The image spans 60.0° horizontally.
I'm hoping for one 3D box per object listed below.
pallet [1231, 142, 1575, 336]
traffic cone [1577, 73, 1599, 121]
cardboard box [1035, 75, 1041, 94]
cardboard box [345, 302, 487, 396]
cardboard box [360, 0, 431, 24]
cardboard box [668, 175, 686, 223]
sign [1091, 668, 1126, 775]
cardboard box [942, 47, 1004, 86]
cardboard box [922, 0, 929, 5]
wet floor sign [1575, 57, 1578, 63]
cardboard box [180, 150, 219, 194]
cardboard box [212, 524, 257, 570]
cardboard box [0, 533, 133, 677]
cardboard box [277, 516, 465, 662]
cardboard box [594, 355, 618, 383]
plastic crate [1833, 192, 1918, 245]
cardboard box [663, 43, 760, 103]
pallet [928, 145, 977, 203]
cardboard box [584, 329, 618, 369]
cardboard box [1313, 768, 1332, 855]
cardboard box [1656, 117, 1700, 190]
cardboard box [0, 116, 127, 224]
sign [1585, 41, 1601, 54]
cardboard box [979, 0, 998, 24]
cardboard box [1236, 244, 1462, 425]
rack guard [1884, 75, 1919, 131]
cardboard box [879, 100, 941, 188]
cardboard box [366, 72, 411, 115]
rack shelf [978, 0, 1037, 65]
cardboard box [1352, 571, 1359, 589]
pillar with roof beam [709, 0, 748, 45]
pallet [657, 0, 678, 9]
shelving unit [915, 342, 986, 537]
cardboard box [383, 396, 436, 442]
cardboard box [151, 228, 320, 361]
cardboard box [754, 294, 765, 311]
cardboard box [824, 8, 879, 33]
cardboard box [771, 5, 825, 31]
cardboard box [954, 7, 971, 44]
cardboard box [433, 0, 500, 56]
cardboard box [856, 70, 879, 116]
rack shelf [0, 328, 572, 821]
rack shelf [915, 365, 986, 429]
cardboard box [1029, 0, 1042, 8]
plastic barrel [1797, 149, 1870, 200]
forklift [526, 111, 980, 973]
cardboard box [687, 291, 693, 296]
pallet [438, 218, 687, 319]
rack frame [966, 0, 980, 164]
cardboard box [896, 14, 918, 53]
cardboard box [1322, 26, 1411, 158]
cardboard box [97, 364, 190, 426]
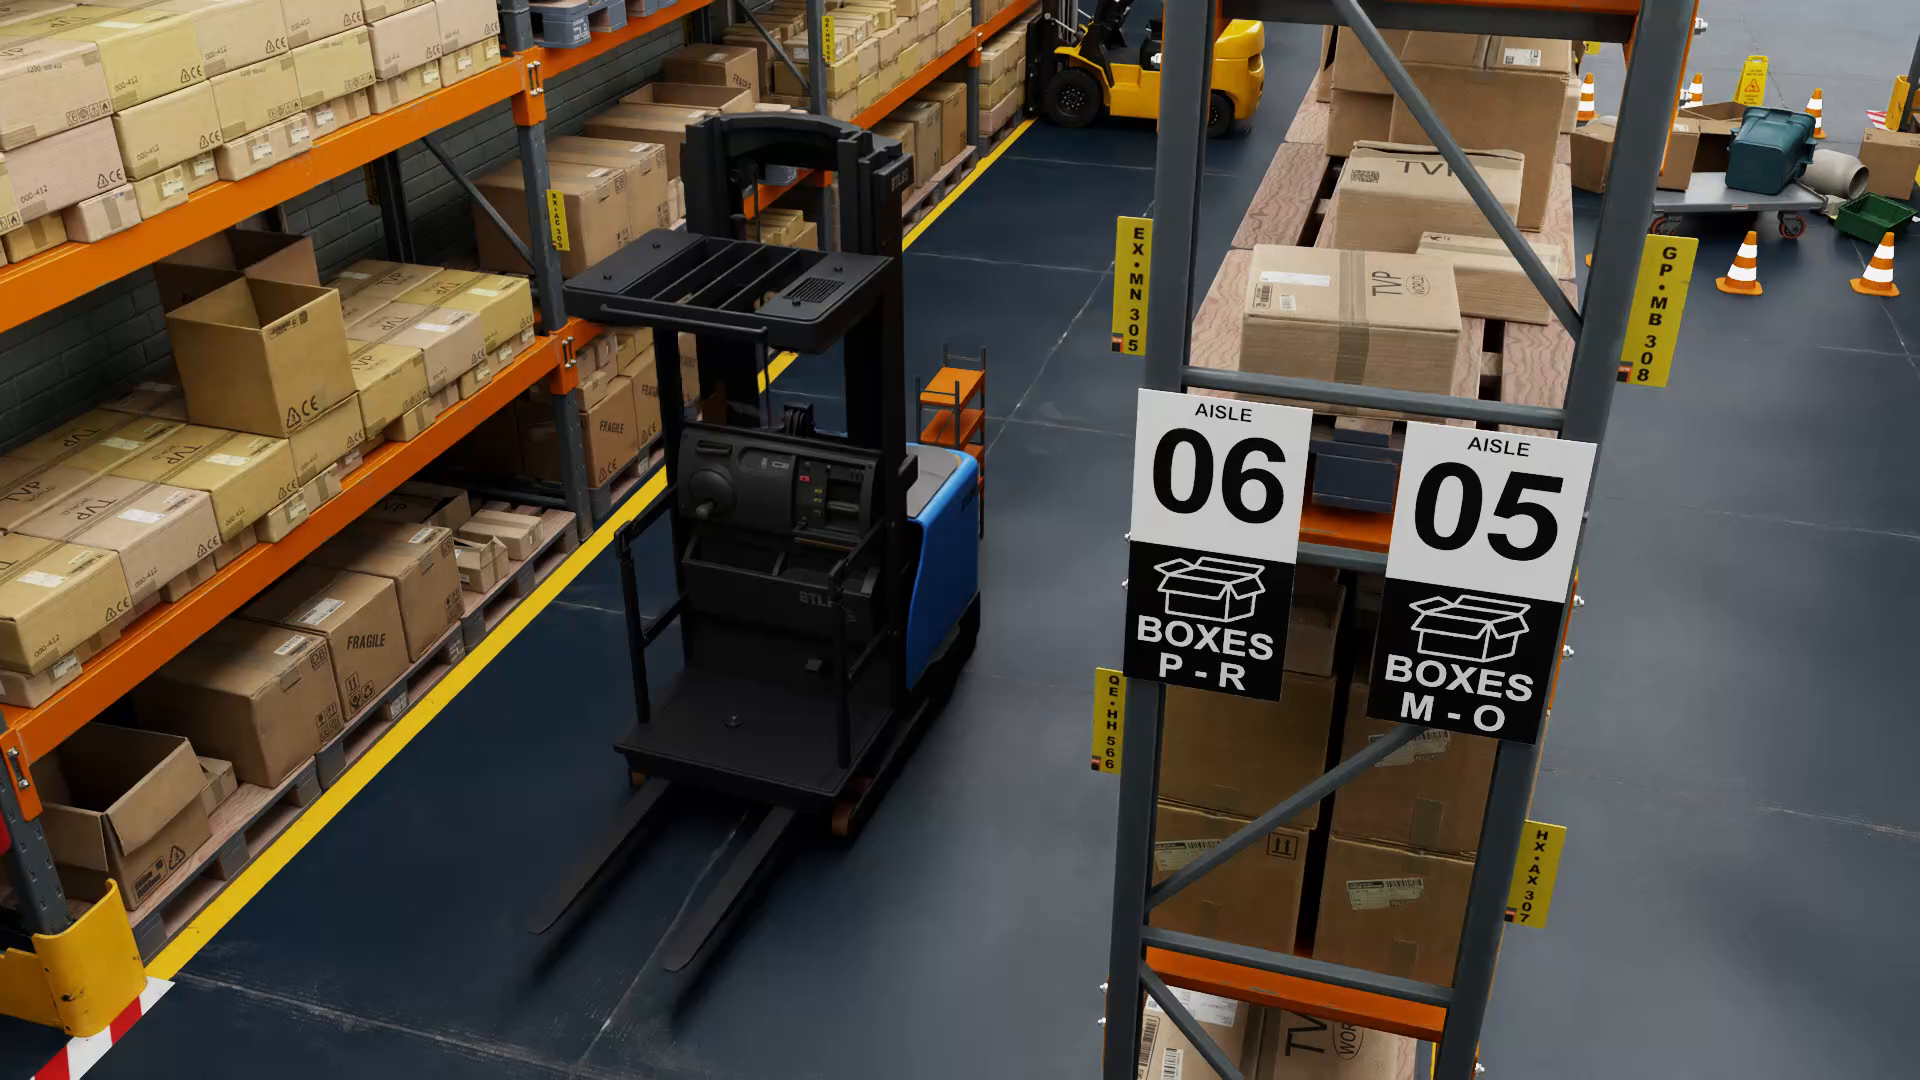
[{"bbox_3d":[1.479,-1.014,5.493,1.003,0.211,1.213,8,30,15],"label":"pallet"},{"bbox_3d":[6.718,-4.770,17.848,0.336,0.463,0.334,8,30,15],"label":"traffic cone"},{"bbox_3d":[0.587,-4.982,18.016,0.500,0.250,0.500,9,30,16],"label":"cardboard box"},{"bbox_3d":[-2.707,-0.950,8.221,0.500,0.250,0.500,9,30,15],"label":"cardboard box"},{"bbox_3d":[-2.716,-2.480,7.371,0.500,0.250,0.500,8,30,14],"label":"cardboard box"},{"bbox_3d":[-1.883,-2.108,10.160,0.396,0.266,0.258,10,31,17],"label":"cardboard box"},{"bbox_3d":[0.400,0.480,4.367,0.100,0.325,0.005,8,30,15],"label":"sign"},{"bbox_3d":[0.133,-4.709,16.497,0.500,0.250,0.500,8,30,14],"label":"cardboard box"},{"bbox_3d":[-0.465,-4.764,14.458,0.380,0.149,0.250,8,30,14],"label":"cardboard box"},{"bbox_3d":[6.690,-5.169,18.378,0.267,0.644,0.232,20,35,32],"label":"wet floor sign"},{"bbox_3d":[-3.117,-1.439,6.425,0.380,0.149,0.250,8,30,14],"label":"cardboard box"},{"bbox_3d":[-3.193,-0.022,6.962,0.380,0.149,0.250,9,30,16],"label":"cardboard box"},{"bbox_3d":[-3.441,0.230,6.100,0.500,0.250,0.500,9,30,15],"label":"cardboard box"},{"bbox_3d":[-2.969,0.231,8.389,0.700,0.500,0.500,7,30,13],"label":"cardboard box"},{"bbox_3d":[-2.290,-1.035,9.997,0.380,0.149,0.250,8,30,13],"label":"cardboard box"},{"bbox_3d":[7.997,-2.808,14.546,0.662,0.188,0.450,-24,47,-37],"label":"plastic crate"},{"bbox_3d":[-1.784,-3.261,11.992,0.500,0.500,0.500,10,31,17],"label":"cardboard box"},{"bbox_3d":[-0.488,-3.543,15.902,1.003,0.211,1.213,8,30,15],"label":"pallet"},{"bbox_3d":[-2.267,-1.153,9.903,0.380,0.149,0.250,7,30,12],"label":"cardboard box"},{"bbox_3d":[0.965,0.637,5.417,0.500,0.500,0.500,8,30,14],"label":"cardboard box"},{"bbox_3d":[6.147,-3.402,14.572,0.500,0.500,0.500,8,30,15],"label":"cardboard box"},{"bbox_3d":[-3.310,-1.315,5.791,0.500,0.250,0.500,9,30,16],"label":"cardboard box"},{"bbox_3d":[2.620,-2.178,6.882,0.100,0.325,0.005,8,30,15],"label":"sign"},{"bbox_3d":[0.071,-5.323,16.130,0.500,0.500,0.500,8,30,13],"label":"cardboard box"},{"bbox_3d":[0.961,-0.521,4.135,0.500,0.250,0.500,6,30,10],"label":"cardboard box"},{"bbox_3d":[10.380,-4.522,17.364,1.175,0.500,0.348,8,30,15],"label":"rack guard"},{"bbox_3d":[-0.687,-3.652,15.240,0.875,0.625,0.625,8,30,14],"label":"cardboard box"},{"bbox_3d":[-2.719,-2.034,7.493,0.380,0.149,0.250,8,30,15],"label":"cardboard box"},{"bbox_3d":[0.278,-5.725,17.696,1.077,0.370,4.000,8,30,15],"label":"rack shelf"},{"bbox_3d":[1.102,-0.042,5.608,0.500,0.500,0.500,8,30,15],"label":"cardboard box"},{"bbox_3d":[2.153,-5.993,11.266,9.100,9.000,0.400,8,30,15],"label":"pillar with roof beam"},{"bbox_3d":[-2.097,-3.396,9.877,1.213,0.211,1.003,8,30,15],"label":"pallet"},{"bbox_3d":[-0.049,-0.447,9.320,0.258,1.200,0.503,8,30,15],"label":"shelving unit"},{"bbox_3d":[-2.769,-0.609,8.018,0.380,0.149,0.250,8,30,14],"label":"cardboard box"},{"bbox_3d":[-3.349,-1.130,7.773,0.500,0.500,0.500,8,30,13],"label":"cardboard box"},{"bbox_3d":[-1.710,-1.640,11.752,0.500,0.500,0.500,10,31,17],"label":"cardboard box"},{"bbox_3d":[-0.870,-4.176,13.401,0.380,0.149,0.250,9,30,15],"label":"cardboard box"},{"bbox_3d":[-1.321,-4.242,13.519,0.380,0.149,0.250,8,30,15],"label":"cardboard box"},{"bbox_3d":[-0.207,-4.773,15.398,0.500,0.250,0.500,9,30,16],"label":"cardboard box"},{"bbox_3d":[-2.560,-2.507,7.935,0.500,0.250,0.500,9,30,15],"label":"cardboard box"},{"bbox_3d":[-0.967,-3.590,13.272,0.500,0.250,0.500,8,30,14],"label":"cardboard box"},{"bbox_3d":[-3.244,-0.148,7.671,1.077,0.370,4.000,8,30,15],"label":"rack shelf"},{"bbox_3d":[-0.049,-0.791,9.129,0.258,0.148,0.480,8,30,15],"label":"rack shelf"},{"bbox_3d":[0.884,-5.891,18.622,0.500,0.250,0.500,9,30,16],"label":"cardboard box"},{"bbox_3d":[8.065,-3.364,15.362,0.421,0.421,0.512,-17,34,-28],"label":"plastic barrel"},{"bbox_3d":[-0.876,-0.187,7.071,1.130,2.935,3.031,10,31,17],"label":"forklift"},{"bbox_3d":[-1.923,-1.641,11.086,0.380,0.149,0.250,9,30,15],"label":"cardboard box"},{"bbox_3d":[-2.319,-1.664,9.853,1.003,0.211,1.213,8,30,15],"label":"pallet"},{"bbox_3d":[-0.309,-5.110,15.850,1.000,3.000,0.127,8,30,15],"label":"rack frame"},{"bbox_3d":[-0.675,-4.290,14.015,0.500,0.250,0.500,9,30,16],"label":"cardboard box"},{"bbox_3d":[1.724,-1.637,5.881,0.797,0.503,0.637,11,31,19],"label":"cardboard box"},{"bbox_3d":[-3.494,-0.561,7.522,0.500,0.250,0.500,8,30,15],"label":"cardboard box"}]
